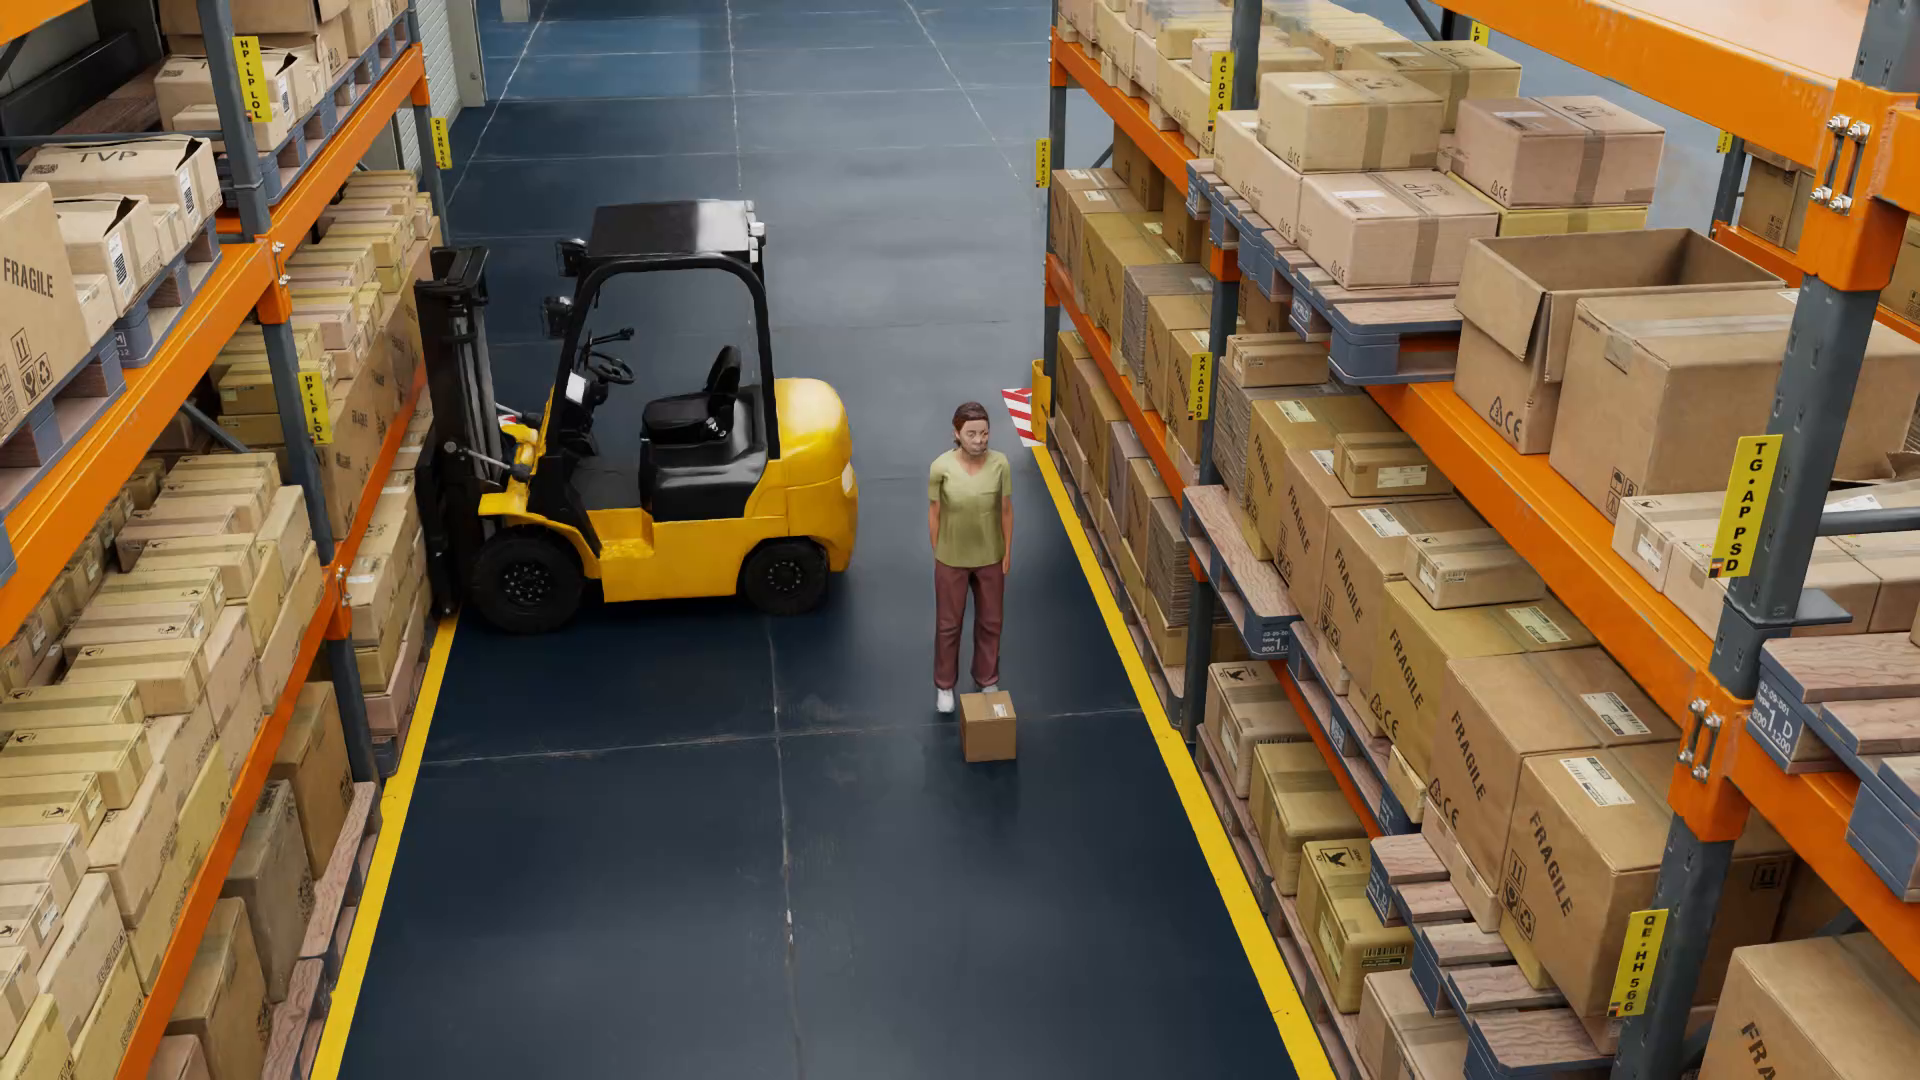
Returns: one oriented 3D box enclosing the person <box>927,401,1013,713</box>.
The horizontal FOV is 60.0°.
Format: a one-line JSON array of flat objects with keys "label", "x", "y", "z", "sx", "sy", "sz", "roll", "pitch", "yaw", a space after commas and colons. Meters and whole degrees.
[{"label": "person", "x": 0.057, "y": 0.087, "z": 8.466, "sx": 0.438, "sy": 1.675, "sz": 0.353, "roll": -4, "pitch": 28, "yaw": -8}]
